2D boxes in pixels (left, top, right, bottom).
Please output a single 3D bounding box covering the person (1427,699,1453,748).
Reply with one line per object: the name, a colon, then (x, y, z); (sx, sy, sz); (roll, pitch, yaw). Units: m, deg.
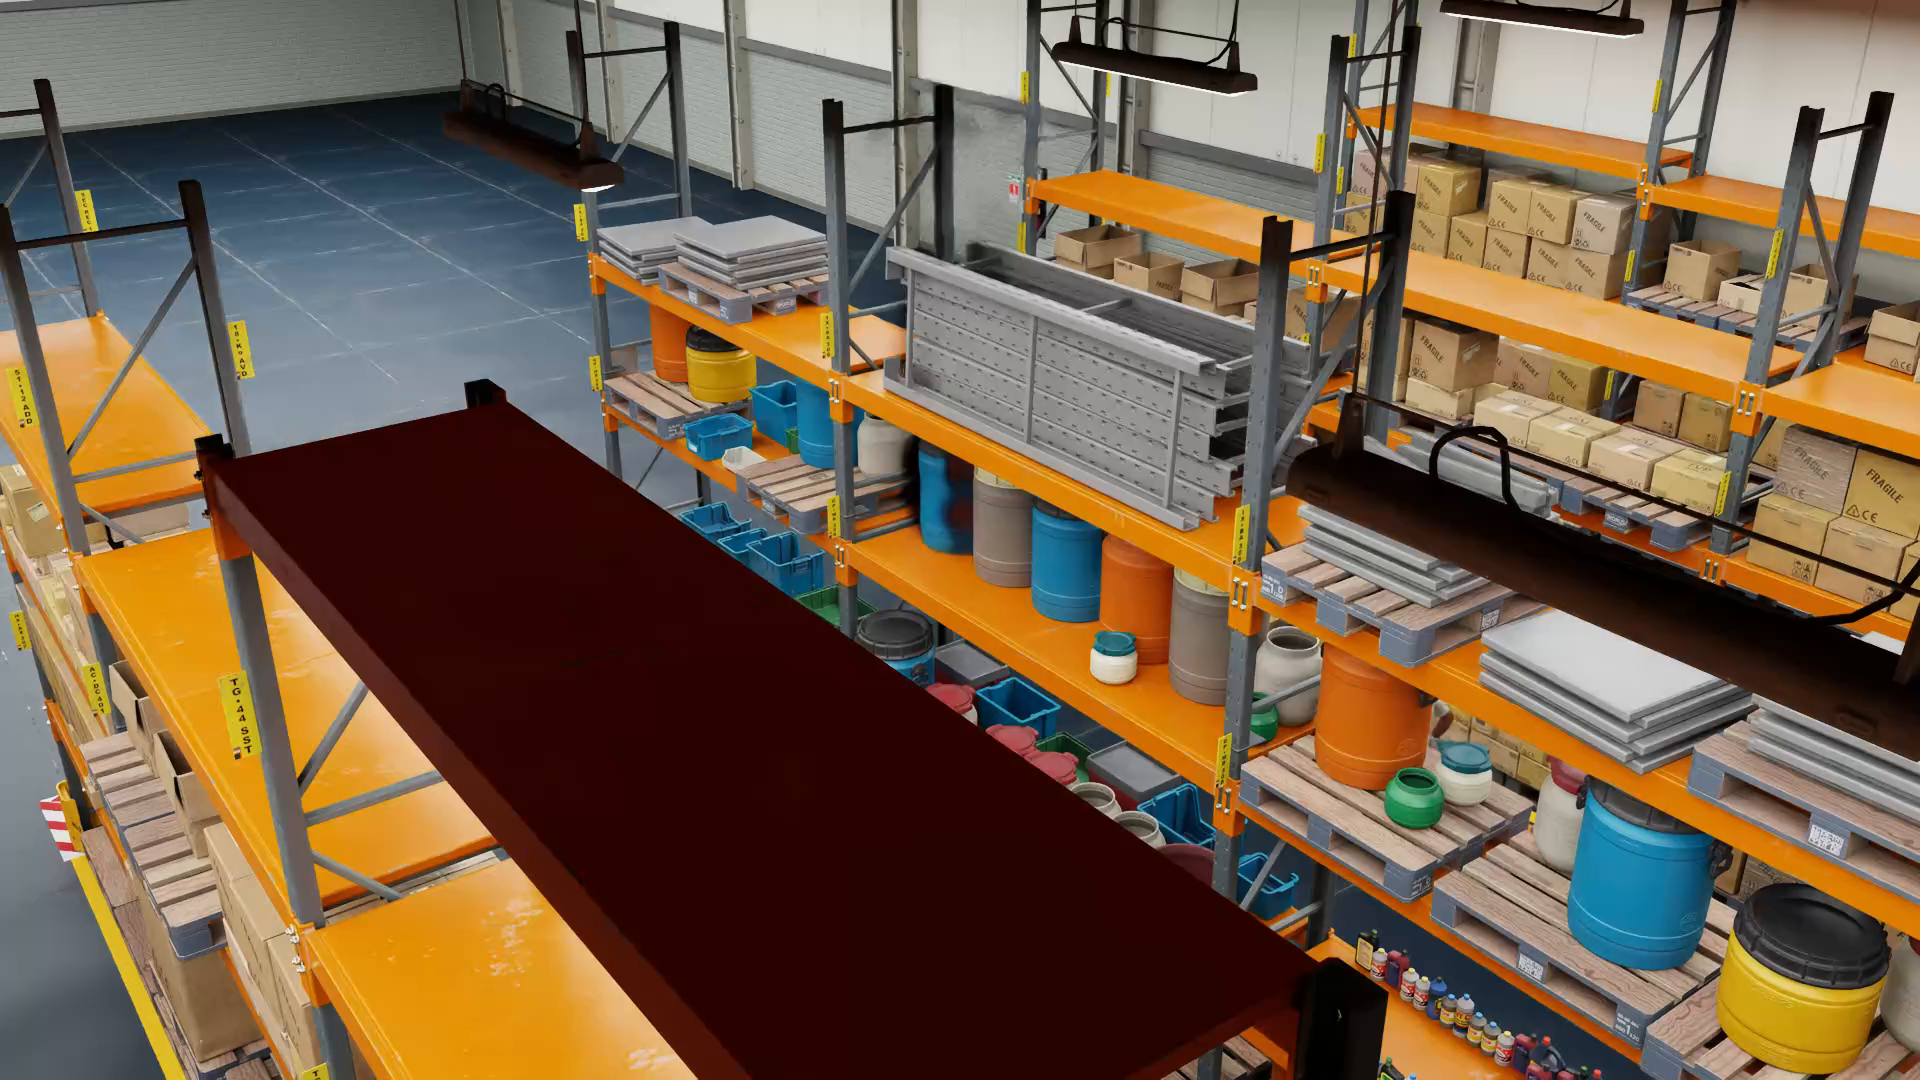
person: (3.309, 1.704, 12.551); (0.707, 1.782, 0.933); (-20, 31, -36)
